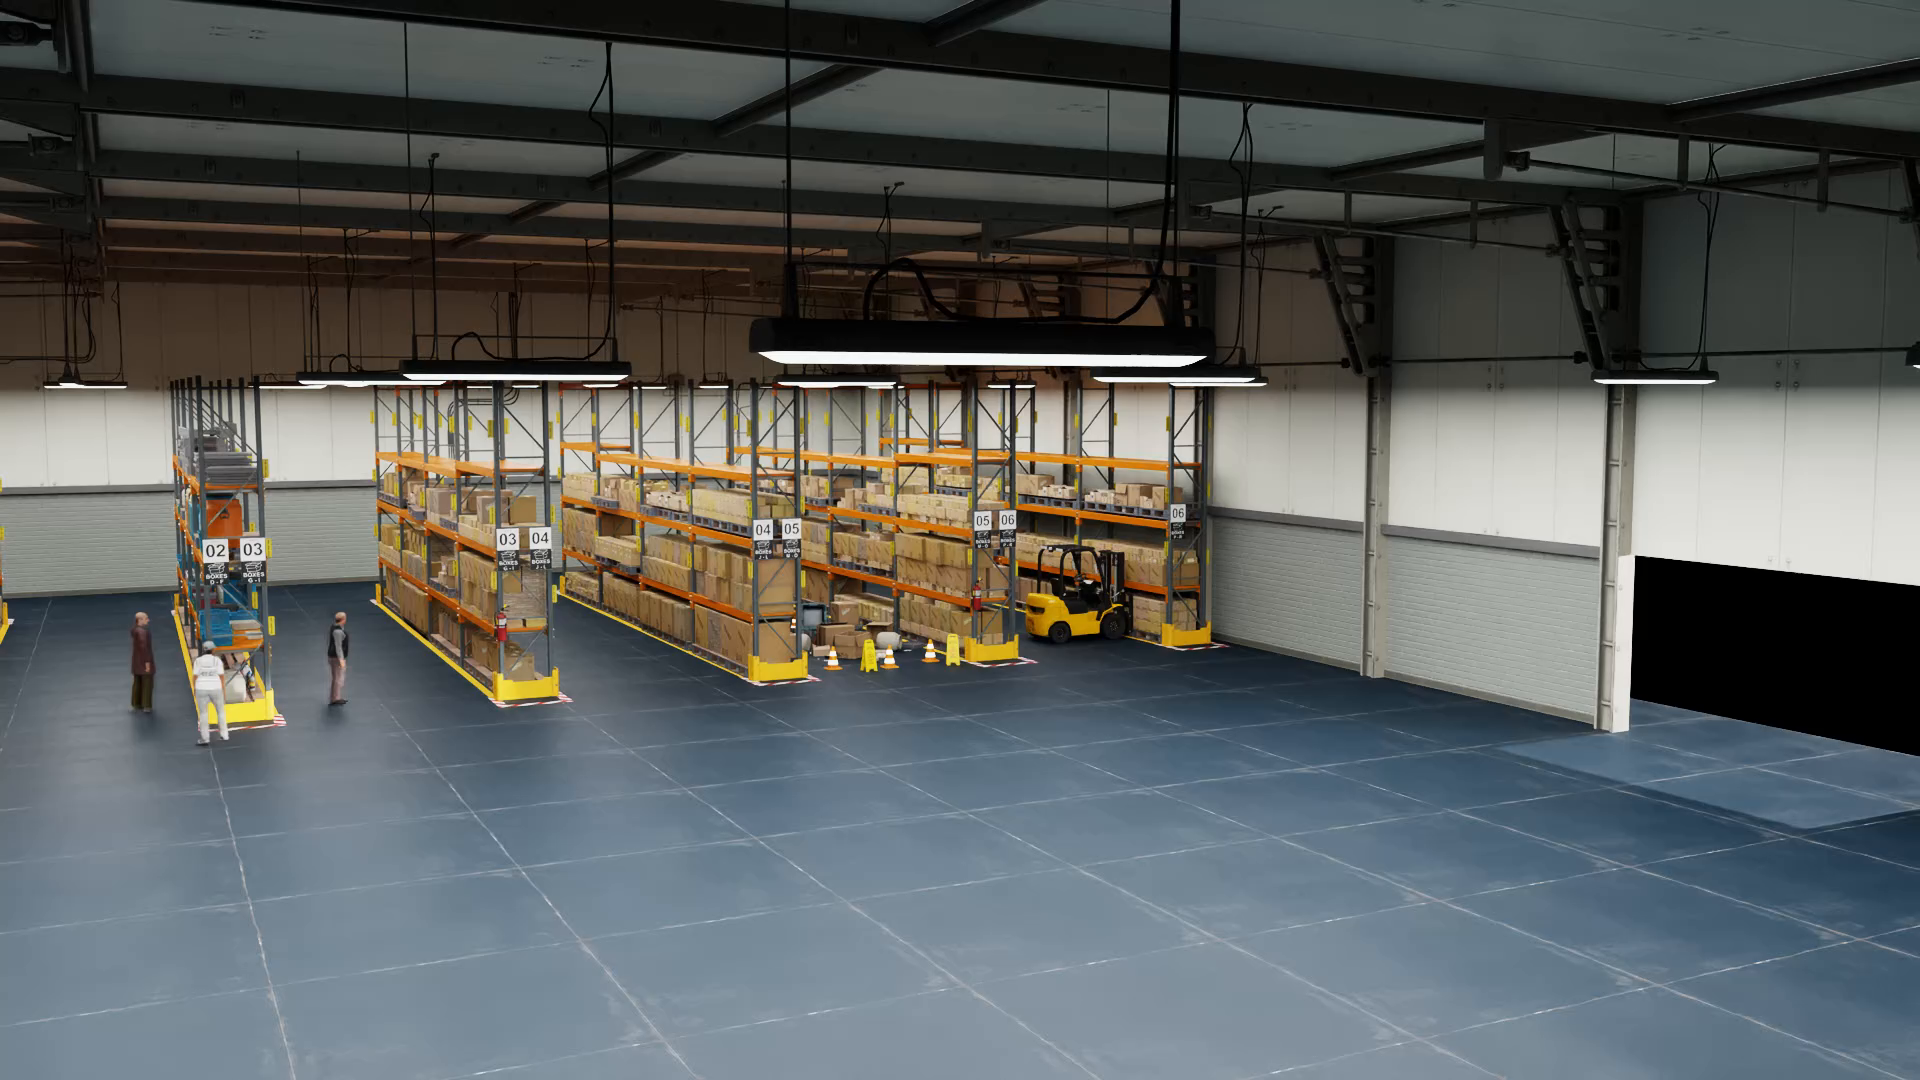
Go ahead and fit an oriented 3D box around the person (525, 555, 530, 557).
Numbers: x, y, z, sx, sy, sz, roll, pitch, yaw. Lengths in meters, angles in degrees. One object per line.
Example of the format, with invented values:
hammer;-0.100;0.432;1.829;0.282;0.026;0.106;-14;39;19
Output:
person;-12.713;0.516;49.389;0.565;1.625;1.014;-1;5;-13

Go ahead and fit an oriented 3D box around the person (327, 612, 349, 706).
person;-11.367;2.166;30.389;0.395;1.717;0.563;-1;5;-14

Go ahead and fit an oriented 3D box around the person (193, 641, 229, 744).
person;-12.245;2.478;27.177;0.503;1.680;0.496;-1;5;-14

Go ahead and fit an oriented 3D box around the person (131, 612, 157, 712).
person;-14.640;2.177;29.812;0.610;1.794;0.407;3;6;33
